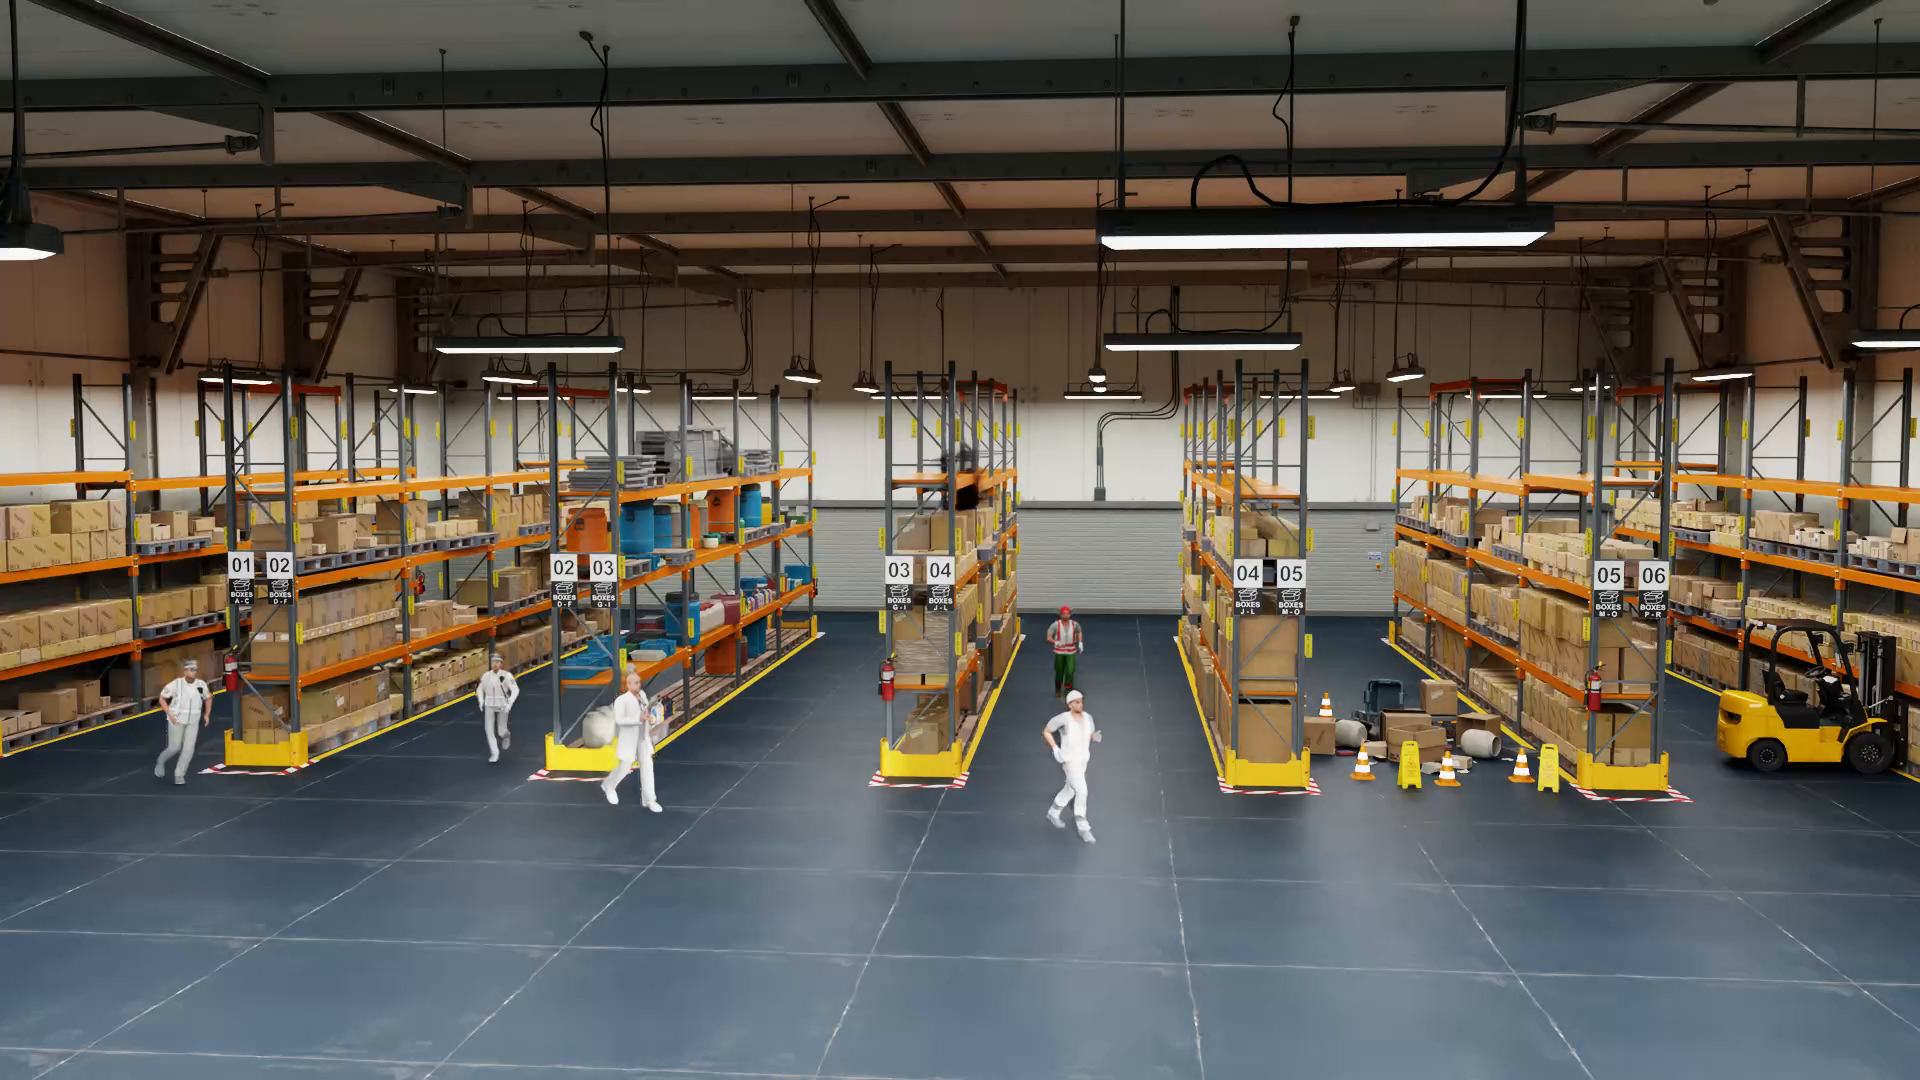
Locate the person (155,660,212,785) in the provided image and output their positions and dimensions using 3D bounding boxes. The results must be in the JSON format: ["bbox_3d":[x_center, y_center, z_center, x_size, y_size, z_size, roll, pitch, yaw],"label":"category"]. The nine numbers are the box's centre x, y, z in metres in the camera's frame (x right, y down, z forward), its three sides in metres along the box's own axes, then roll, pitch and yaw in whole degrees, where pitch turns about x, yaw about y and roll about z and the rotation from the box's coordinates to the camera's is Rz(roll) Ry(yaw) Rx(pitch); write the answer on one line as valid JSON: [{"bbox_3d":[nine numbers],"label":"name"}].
[{"bbox_3d":[-11.088,2.579,23.822,0.742,1.737,0.659,-4,5,-45],"label":"person"}]

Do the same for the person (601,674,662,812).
[{"bbox_3d":[-4.321,2.639,21.885,1.061,1.776,0.697,3,5,37],"label":"person"}]

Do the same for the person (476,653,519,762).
[{"bbox_3d":[-7.023,2.512,25.270,0.652,1.637,0.656,0,4,-1],"label":"person"}]

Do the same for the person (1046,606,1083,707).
[{"bbox_3d":[1.921,2.098,30.461,0.684,1.810,0.881,0,4,-4],"label":"person"}]

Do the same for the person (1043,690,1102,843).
[{"bbox_3d":[1.412,2.757,20.536,0.624,1.833,0.866,-4,5,-43],"label":"person"}]
